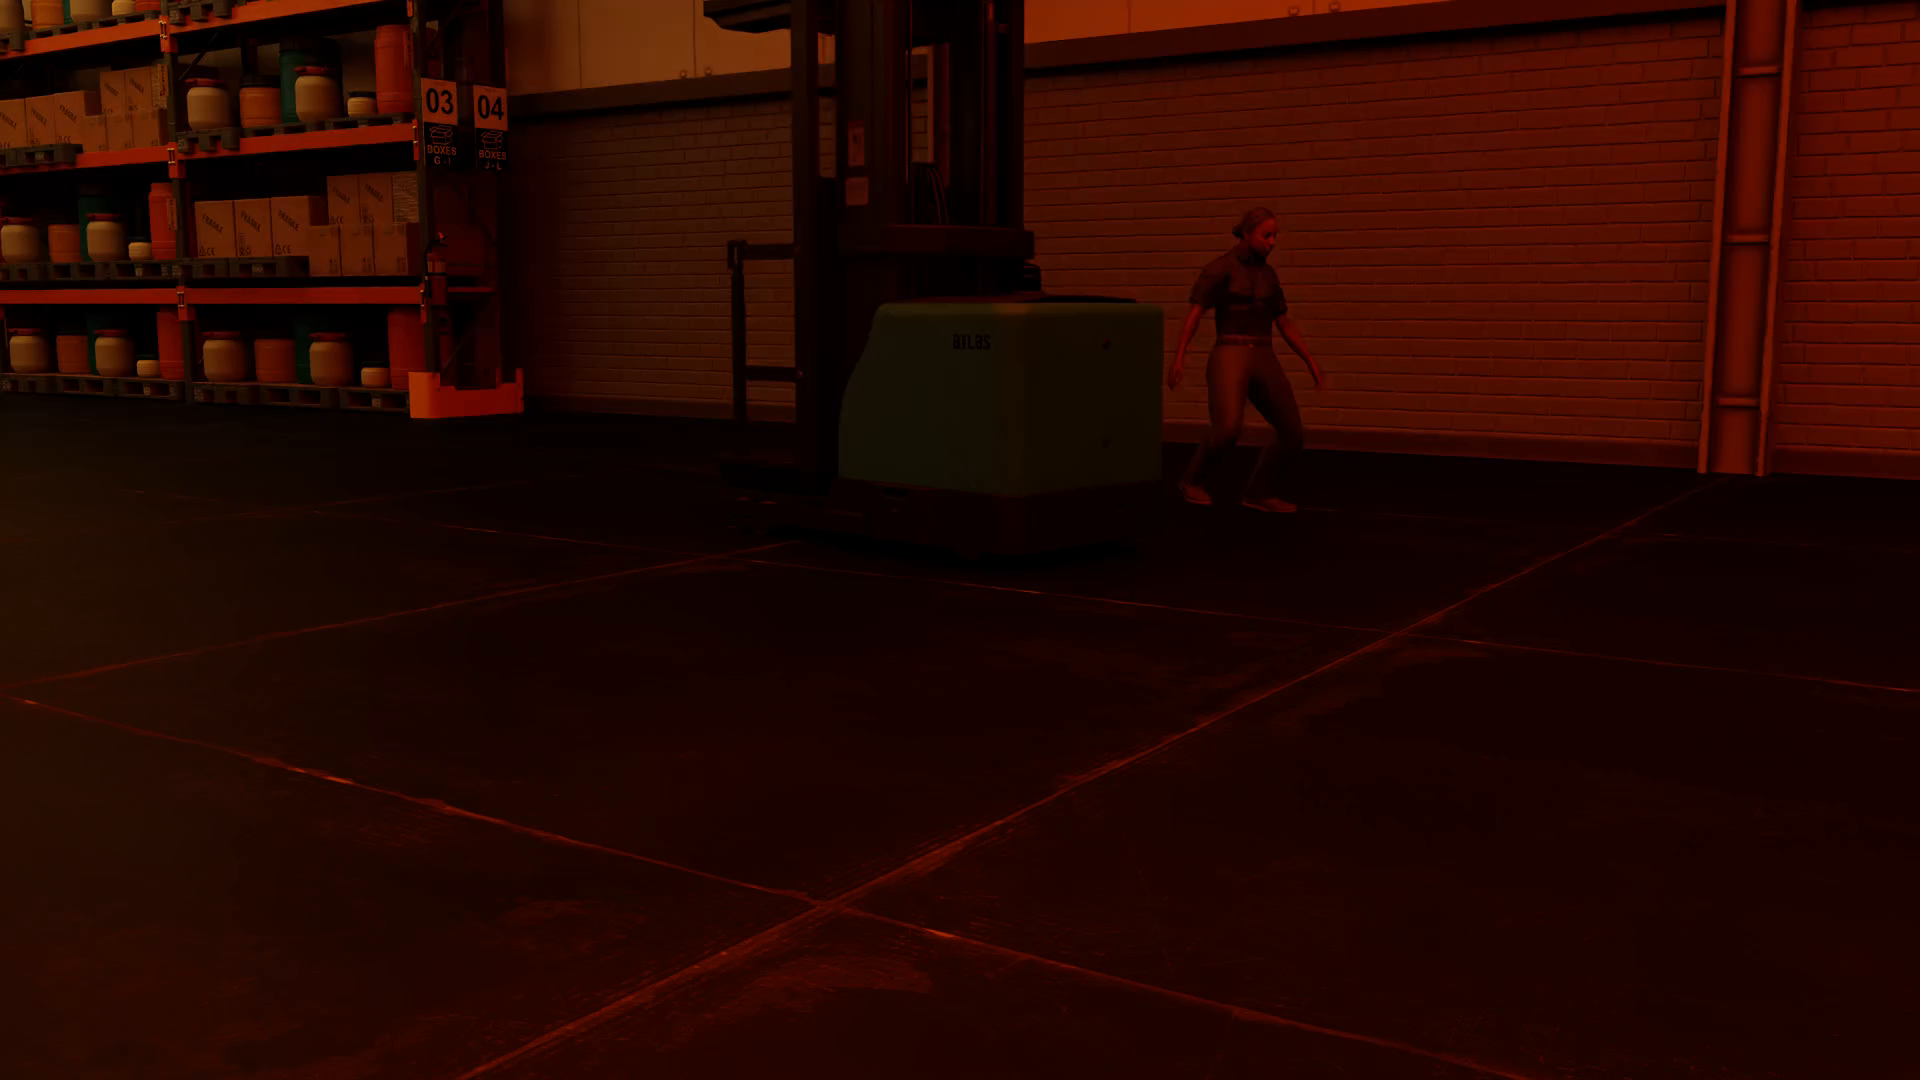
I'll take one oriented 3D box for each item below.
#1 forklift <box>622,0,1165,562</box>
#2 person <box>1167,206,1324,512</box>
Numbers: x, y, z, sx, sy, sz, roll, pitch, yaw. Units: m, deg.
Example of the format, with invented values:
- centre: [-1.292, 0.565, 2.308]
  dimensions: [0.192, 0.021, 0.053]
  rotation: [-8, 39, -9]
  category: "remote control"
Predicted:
- centre: [-0.497, -1.516, 7.850]
  dimensions: [1.130, 2.935, 3.031]
  rotation: [-8, 11, -44]
  category: "forklift"
- centre: [1.432, -0.880, 8.347]
  dimensions: [0.836, 1.566, 0.523]
  rotation: [-4, 9, -26]
  category: "person"
